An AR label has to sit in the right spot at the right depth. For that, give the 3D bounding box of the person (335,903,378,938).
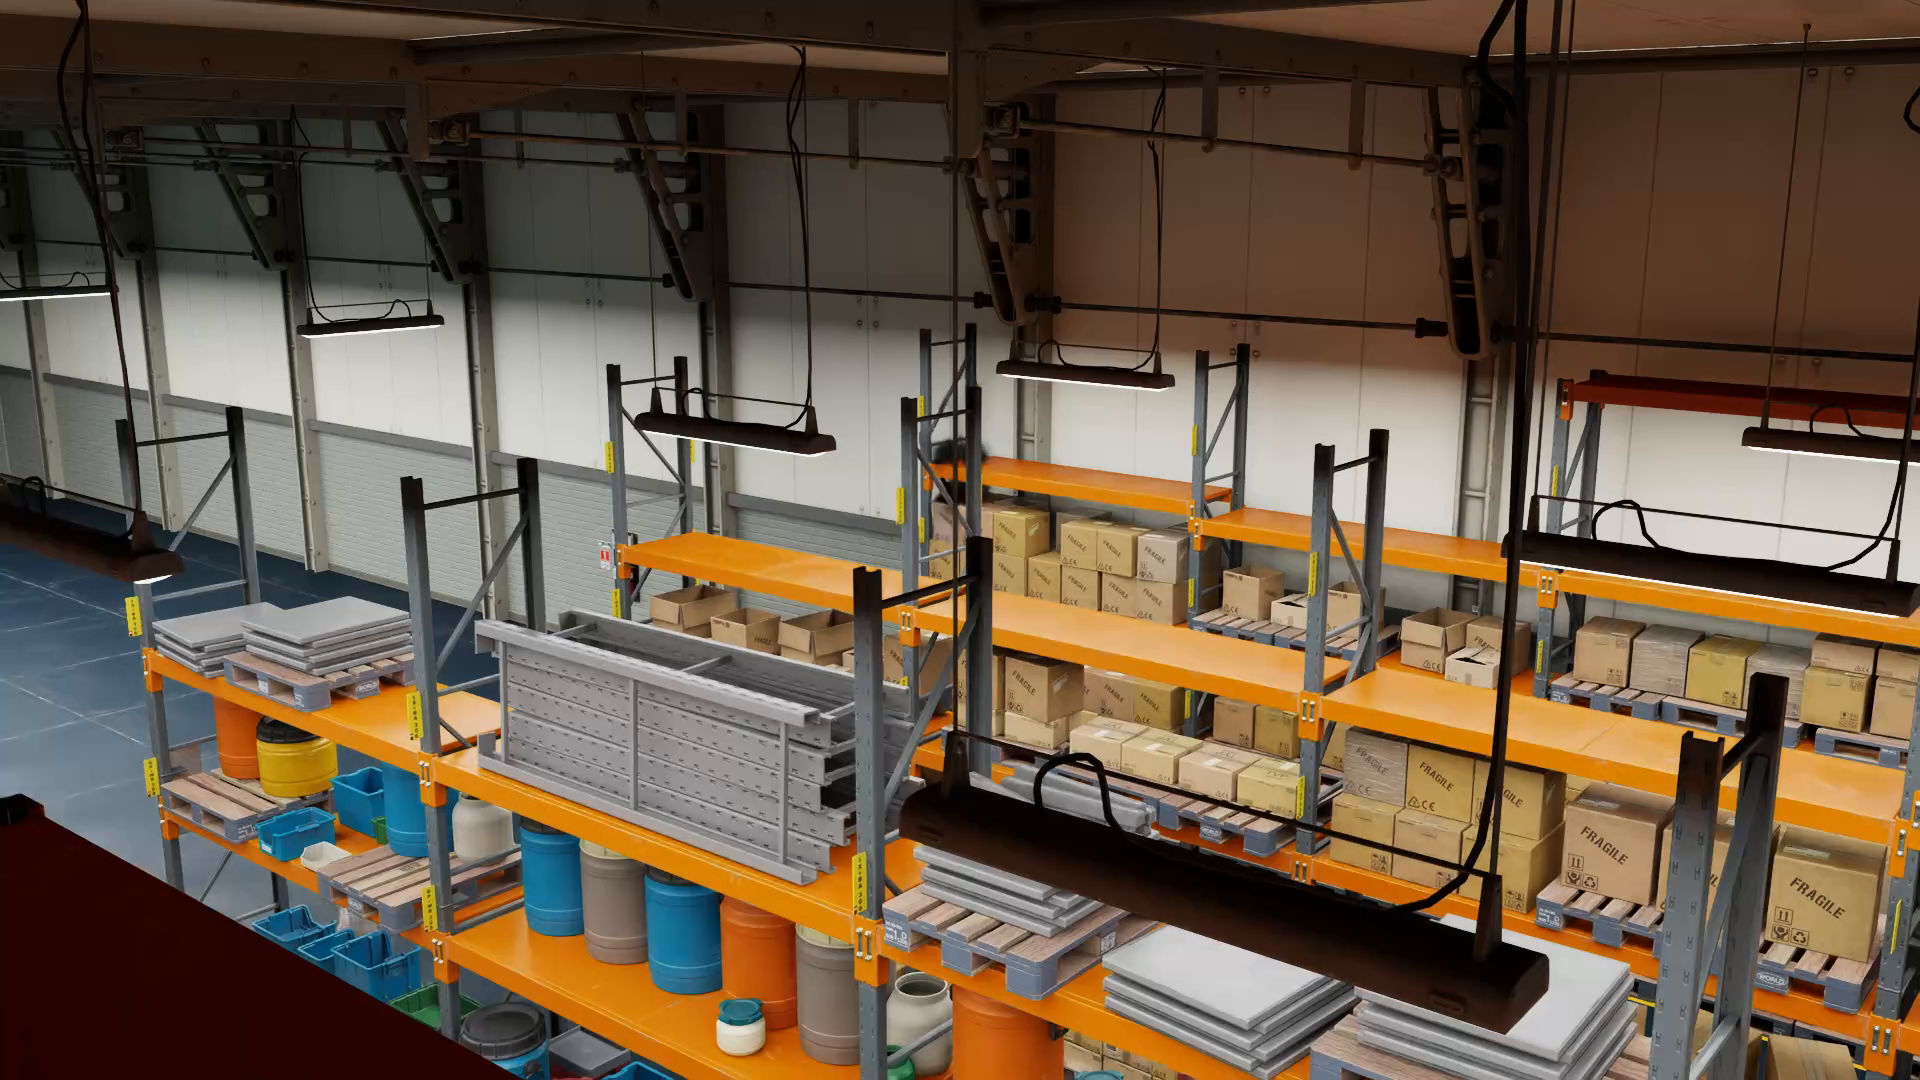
[{"bbox_3d":[-5.736,3.801,15.959,0.526,1.555,0.553,3,13,14],"label":"person"}]
